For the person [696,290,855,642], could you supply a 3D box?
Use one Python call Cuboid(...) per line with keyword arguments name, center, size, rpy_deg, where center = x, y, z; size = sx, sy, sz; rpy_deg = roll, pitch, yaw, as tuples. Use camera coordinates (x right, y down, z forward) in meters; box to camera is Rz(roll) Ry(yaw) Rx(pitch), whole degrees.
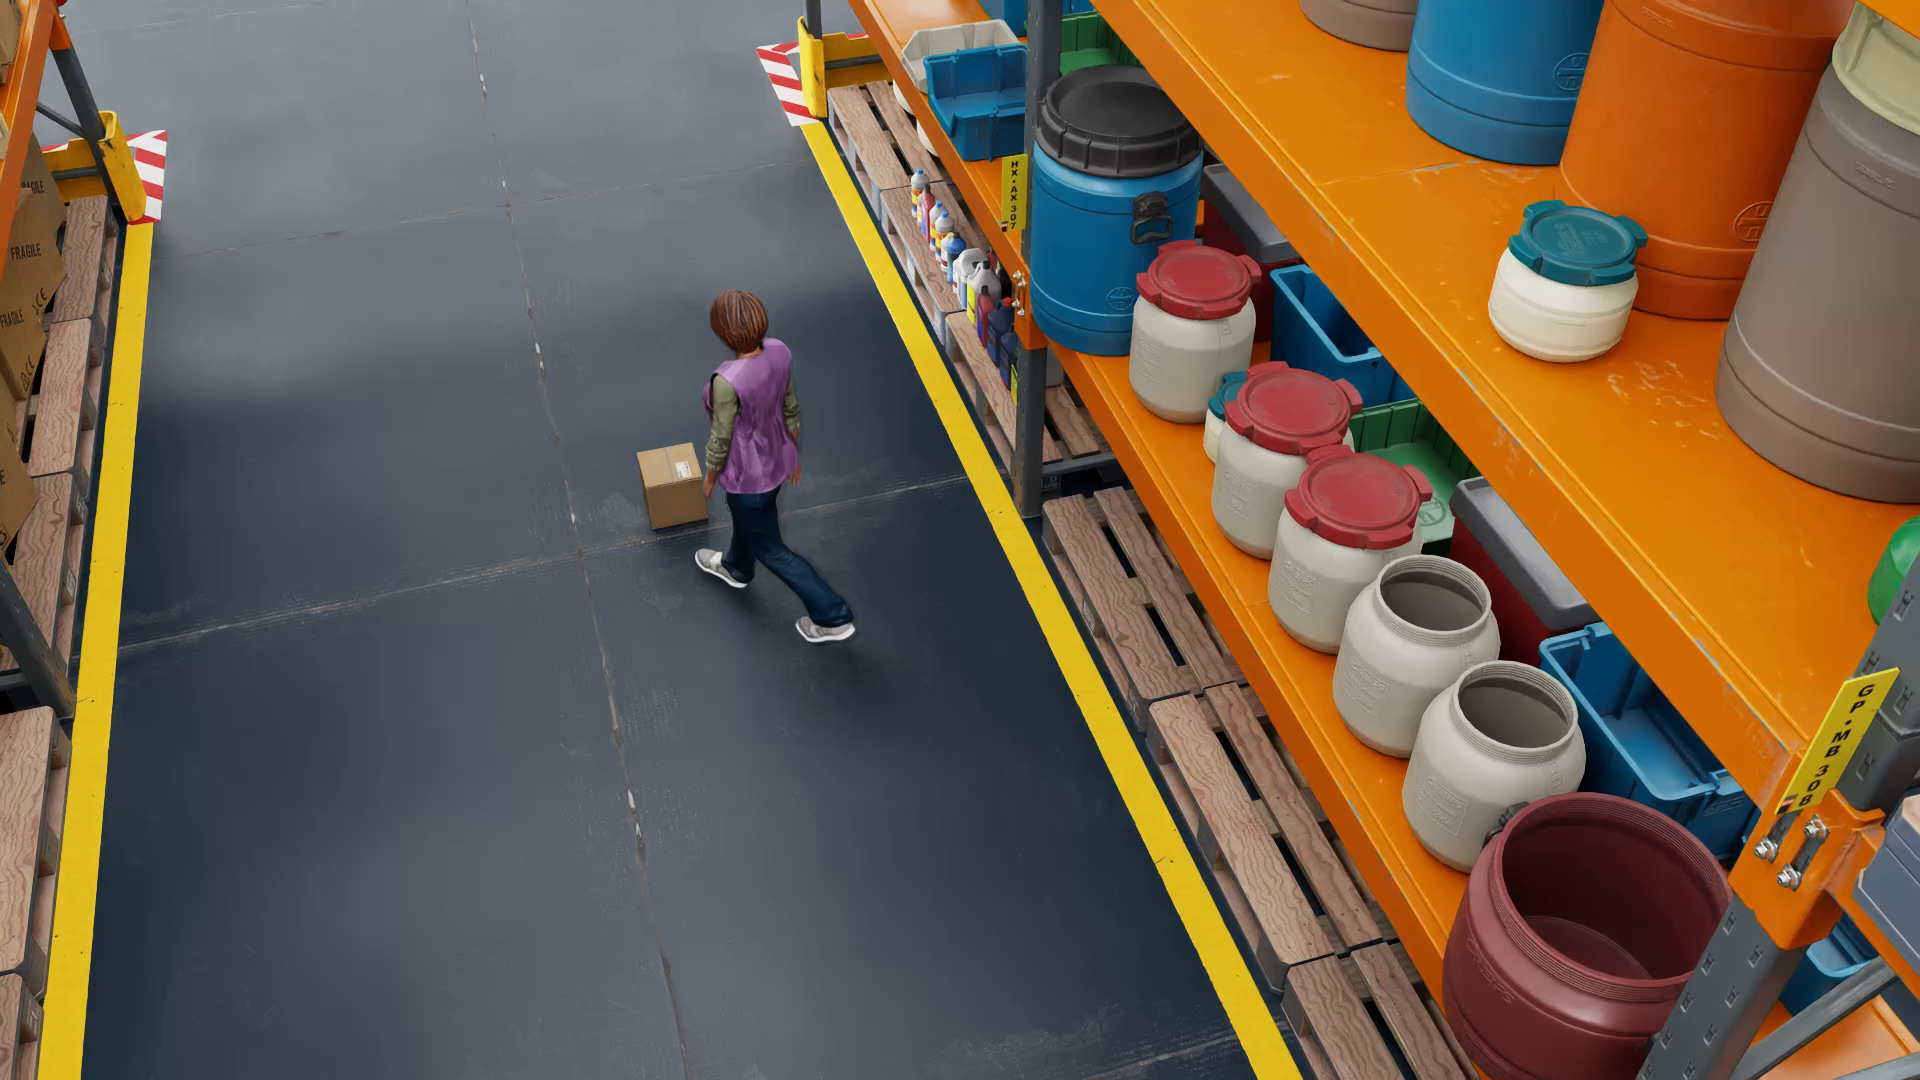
Cuboid(name="person", center=(-0.791, -0.274, 6.462), size=(0.879, 1.559, 0.408), rpy_deg=(20, 47, 21))
